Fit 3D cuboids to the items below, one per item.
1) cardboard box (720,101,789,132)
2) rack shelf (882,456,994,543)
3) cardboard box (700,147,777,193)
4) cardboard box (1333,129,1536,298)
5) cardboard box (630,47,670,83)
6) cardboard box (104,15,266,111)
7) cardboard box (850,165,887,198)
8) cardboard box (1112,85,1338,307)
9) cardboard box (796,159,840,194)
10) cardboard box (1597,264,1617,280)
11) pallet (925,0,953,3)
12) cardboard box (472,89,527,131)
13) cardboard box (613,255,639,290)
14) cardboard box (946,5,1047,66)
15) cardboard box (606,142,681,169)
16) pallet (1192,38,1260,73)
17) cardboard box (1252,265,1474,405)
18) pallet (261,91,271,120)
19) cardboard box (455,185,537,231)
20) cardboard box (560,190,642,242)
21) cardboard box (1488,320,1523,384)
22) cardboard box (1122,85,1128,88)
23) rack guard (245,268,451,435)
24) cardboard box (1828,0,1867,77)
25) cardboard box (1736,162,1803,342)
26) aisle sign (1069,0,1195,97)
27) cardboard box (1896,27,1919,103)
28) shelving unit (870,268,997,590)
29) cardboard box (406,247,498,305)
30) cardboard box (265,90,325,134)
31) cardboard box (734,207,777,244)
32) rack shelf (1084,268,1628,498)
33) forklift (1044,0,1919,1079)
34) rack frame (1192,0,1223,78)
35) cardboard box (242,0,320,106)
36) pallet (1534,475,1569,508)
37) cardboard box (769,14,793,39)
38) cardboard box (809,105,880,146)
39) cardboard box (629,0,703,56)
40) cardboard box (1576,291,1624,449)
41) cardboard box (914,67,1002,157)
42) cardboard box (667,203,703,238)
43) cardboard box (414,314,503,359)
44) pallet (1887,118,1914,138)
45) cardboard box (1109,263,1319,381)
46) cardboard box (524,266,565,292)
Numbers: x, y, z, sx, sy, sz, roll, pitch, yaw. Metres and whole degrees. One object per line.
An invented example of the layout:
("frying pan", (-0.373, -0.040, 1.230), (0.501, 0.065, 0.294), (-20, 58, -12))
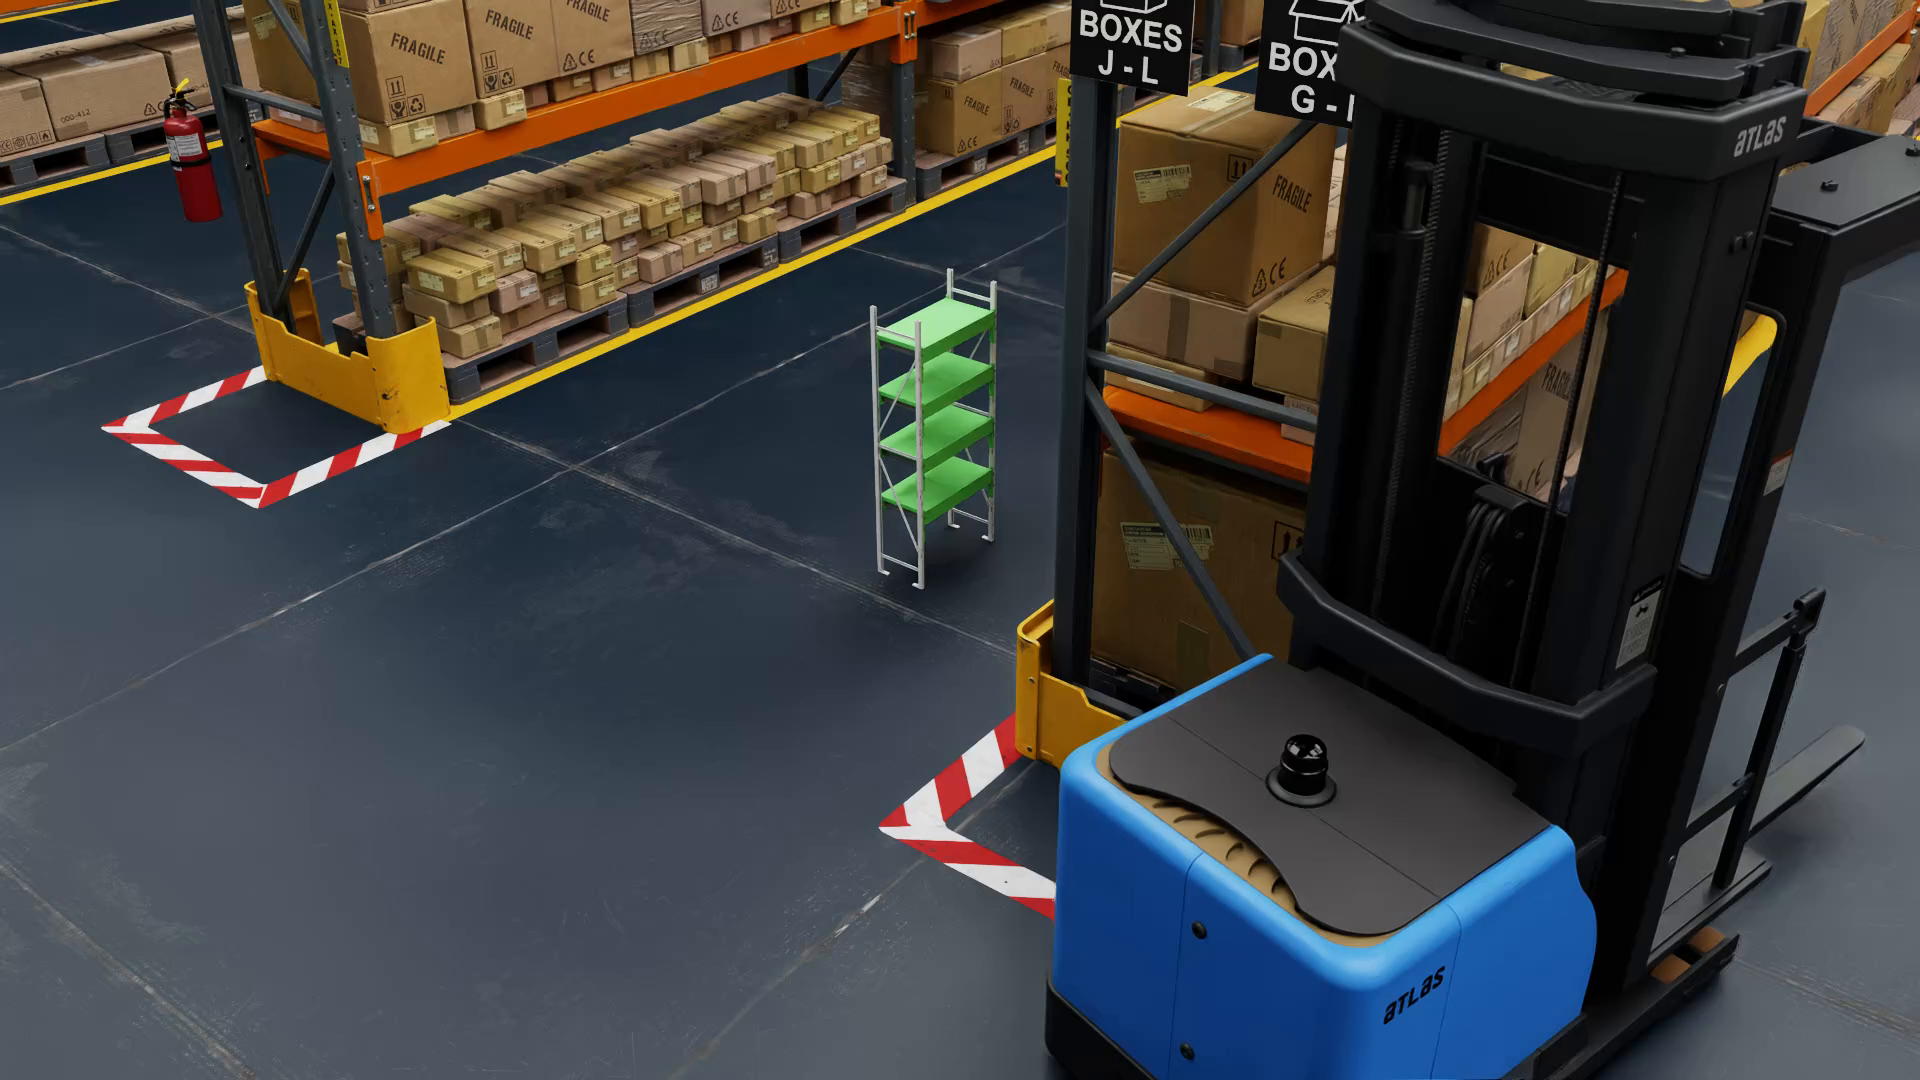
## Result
("cardboard box", (-1.310, -2.676, 10.623), (0.380, 0.149, 0.250), (23, 38, 34))
("rack shelf", (-0.100, -0.187, 6.986), (0.258, 0.148, 0.480), (21, 37, 31))
("cardboard box", (-1.306, -2.181, 9.789), (0.380, 0.149, 0.250), (19, 36, 29))
("cardboard box", (1.563, -1.143, 5.357), (0.500, 0.500, 0.500), (20, 36, 30))
("cardboard box", (-1.780, -2.582, 8.911), (0.380, 0.149, 0.250), (23, 37, 33))
("cardboard box", (-5.735, -3.610, 12.500), (0.875, 0.438, 0.875), (20, 36, 30))
("cardboard box", (-0.688, -2.325, 10.616), (0.380, 0.149, 0.250), (22, 37, 32))
("cardboard box", (0.840, -1.107, 5.295), (0.500, 0.500, 0.500), (22, 37, 32))
("cardboard box", (-0.961, -2.264, 10.220), (0.380, 0.149, 0.250), (20, 36, 30))
("cardboard box", (2.318, -1.109, 6.426), (0.380, 0.149, 0.250), (22, 37, 32))
("pallet", (-0.146, -3.819, 10.940), (1.003, 0.211, 1.213), (21, 37, 31))
("cardboard box", (-2.355, -2.141, 8.167), (0.380, 0.149, 0.250), (20, 36, 30))
("cardboard box", (-2.009, -1.516, 9.250), (0.380, 0.149, 0.250), (21, 37, 31))
("cardboard box", (0.253, -3.500, 11.517), (0.500, 0.250, 0.500), (22, 37, 33))
("cardboard box", (-1.880, -2.230, 9.872), (0.380, 0.149, 0.250), (19, 36, 29))
("pallet", (2.228, -4.359, 14.398), (1.003, 0.211, 1.213), (21, 37, 31))
("cardboard box", (1.261, -0.617, 5.205), (0.500, 0.250, 0.500), (20, 36, 30))
("pallet", (-5.252, -3.633, 13.173), (1.003, 0.211, 1.213), (21, 37, 31))
("cardboard box", (-2.561, -1.827, 9.192), (0.380, 0.149, 0.250), (20, 36, 29))
("cardboard box", (-1.967, -1.776, 9.106), (0.380, 0.149, 0.250), (23, 37, 33))
("cardboard box", (1.698, -0.692, 5.722), (0.380, 0.149, 0.250), (20, 36, 31))
("cardboard box", (1.186, -3.809, 12.774), (0.500, 0.500, 0.500), (23, 38, 33))
("rack guard", (-3.092, -0.965, 8.388), (1.175, 0.500, 0.348), (21, 37, 31))
("cardboard box", (4.560, -2.840, 9.003), (0.500, 0.500, 0.500), (22, 37, 32))
("cardboard box", (3.541, -1.601, 8.681), (1.225, 0.875, 0.875), (21, 37, 31))
("aisle sign", (0.473, -1.623, 4.497), (0.394, 0.787, 0.004), (21, 37, 31))
("cardboard box", (6.635, -3.548, 12.315), (0.700, 0.500, 0.500), (25, 39, 35))
("shelving unit", (-0.100, -0.449, 6.831), (0.258, 1.200, 0.503), (21, 37, 31))
("cardboard box", (-2.550, -1.328, 8.350), (0.380, 0.149, 0.250), (19, 36, 29))
("cardboard box", (-3.166, -2.121, 8.133), (0.380, 0.149, 0.250), (21, 37, 31))
("cardboard box", (-1.313, -1.905, 9.906), (0.380, 0.149, 0.250), (21, 37, 31))
("rack shelf", (1.963, -0.945, 6.609), (1.077, 0.370, 4.000), (21, 37, 31))
("forklift", (1.709, -0.062, 4.480), (3.031, 2.935, 1.130), (-22, 37, -32))
("rack frame", (1.692, -5.261, 13.185), (1.000, 3.000, 0.127), (21, 37, 31))
("cardboard box", (-3.071, -2.442, 8.039), (0.500, 0.500, 0.500), (22, 37, 32))
("pallet", (1.913, -0.085, 7.187), (1.003, 0.211, 1.213), (21, 37, 31))
("cardboard box", (-1.197, -3.027, 9.662), (0.380, 0.149, 0.250), (20, 36, 30))
("cardboard box", (-0.730, -2.621, 10.531), (0.380, 0.149, 0.250), (22, 37, 33))
("cardboard box", (-1.735, -2.908, 8.824), (0.500, 0.500, 0.500), (20, 36, 30))
("cardboard box", (2.708, -1.091, 7.821), (0.875, 0.875, 0.875), (21, 37, 31))
("cardboard box", (-0.065, -2.959, 11.341), (0.500, 0.500, 0.500), (23, 37, 33))
("cardboard box", (-1.702, -1.884, 9.580), (0.380, 0.149, 0.250), (23, 38, 33))
("cardboard box", (-2.566, -1.078, 8.511), (0.380, 0.149, 0.250), (22, 37, 32))
("pallet", (6.058, -2.811, 11.787), (1.003, 0.211, 1.213), (21, 37, 31))
("cardboard box", (0.837, -0.784, 5.486), (0.500, 0.250, 0.500), (20, 36, 31))
("cardboard box", (-2.329, -1.446, 8.841), (0.380, 0.149, 0.250), (22, 37, 32))
